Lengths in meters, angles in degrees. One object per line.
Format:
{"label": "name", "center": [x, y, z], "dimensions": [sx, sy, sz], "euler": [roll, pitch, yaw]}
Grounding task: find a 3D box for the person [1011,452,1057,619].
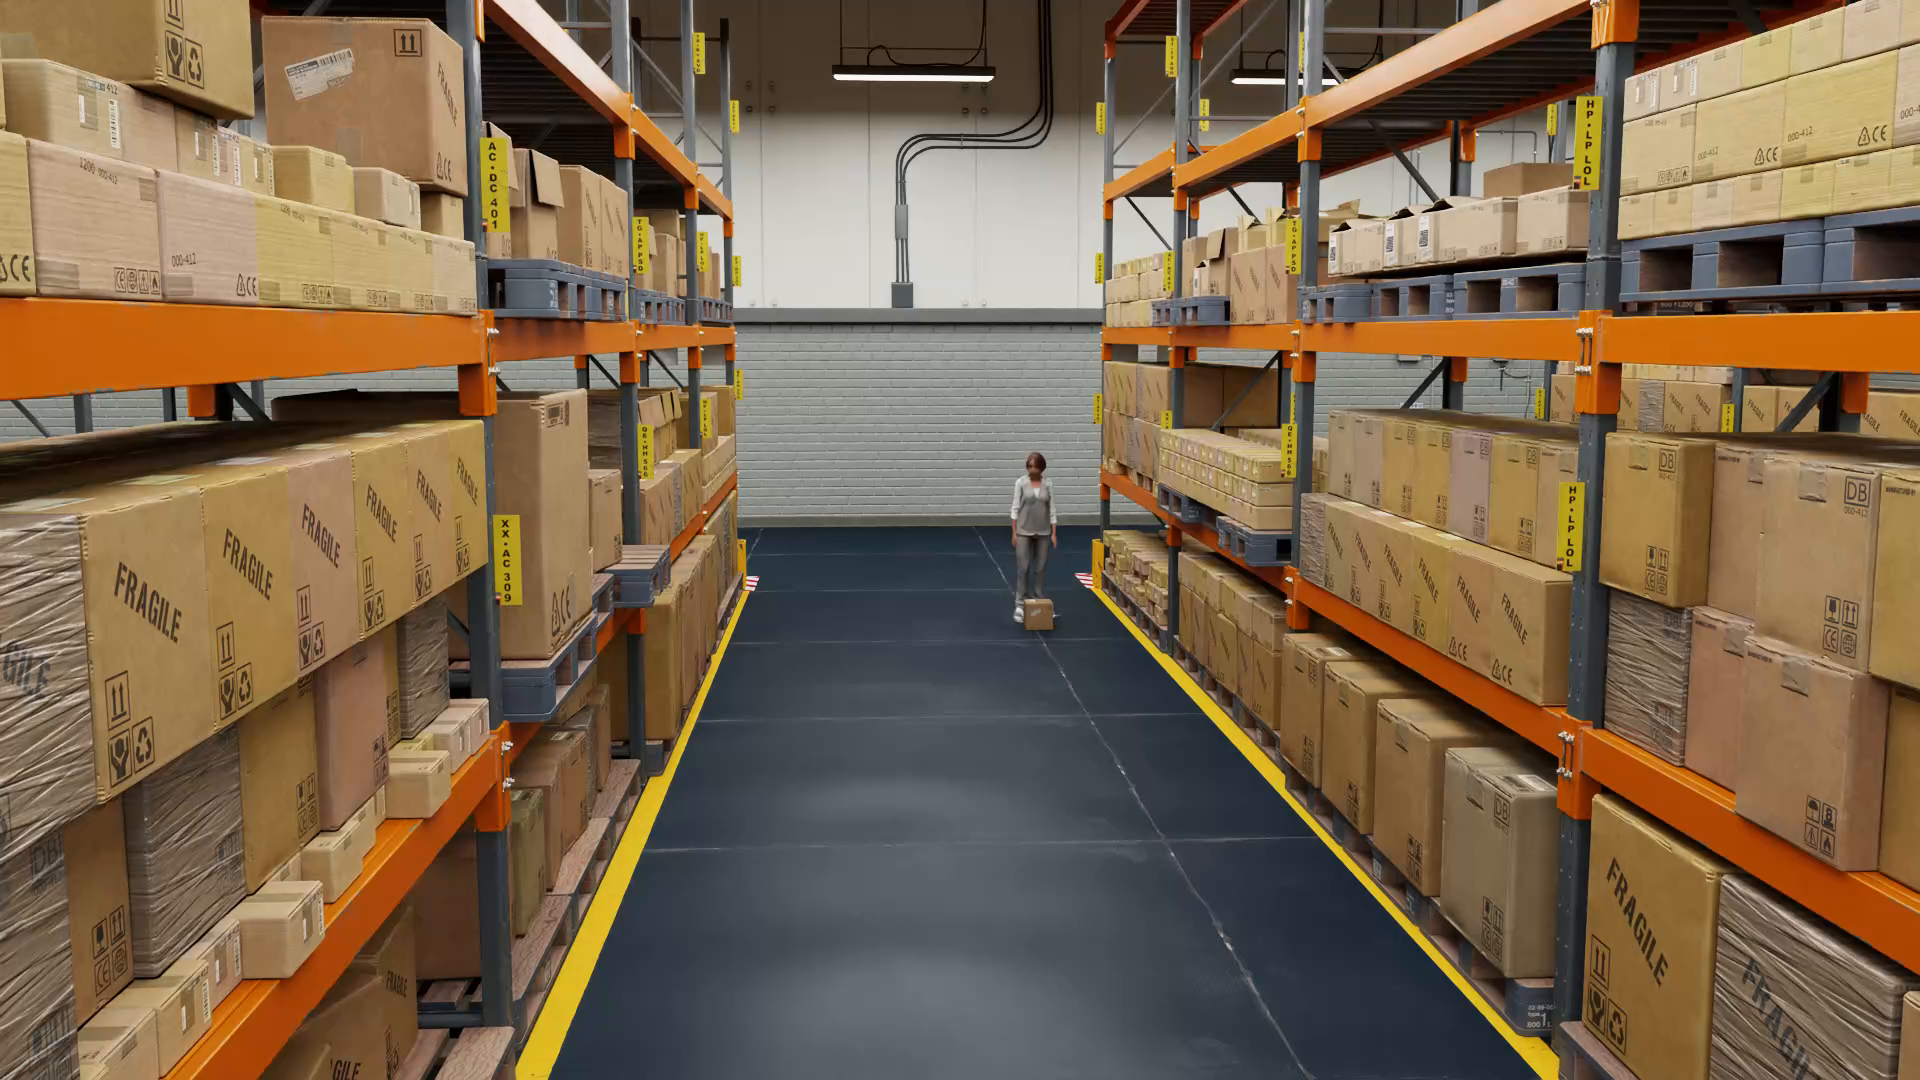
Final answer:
{"label": "person", "center": [0.714, -0.044, 16.004], "dimensions": [0.430, 1.601, 0.311], "euler": [-1, 7, -10]}
